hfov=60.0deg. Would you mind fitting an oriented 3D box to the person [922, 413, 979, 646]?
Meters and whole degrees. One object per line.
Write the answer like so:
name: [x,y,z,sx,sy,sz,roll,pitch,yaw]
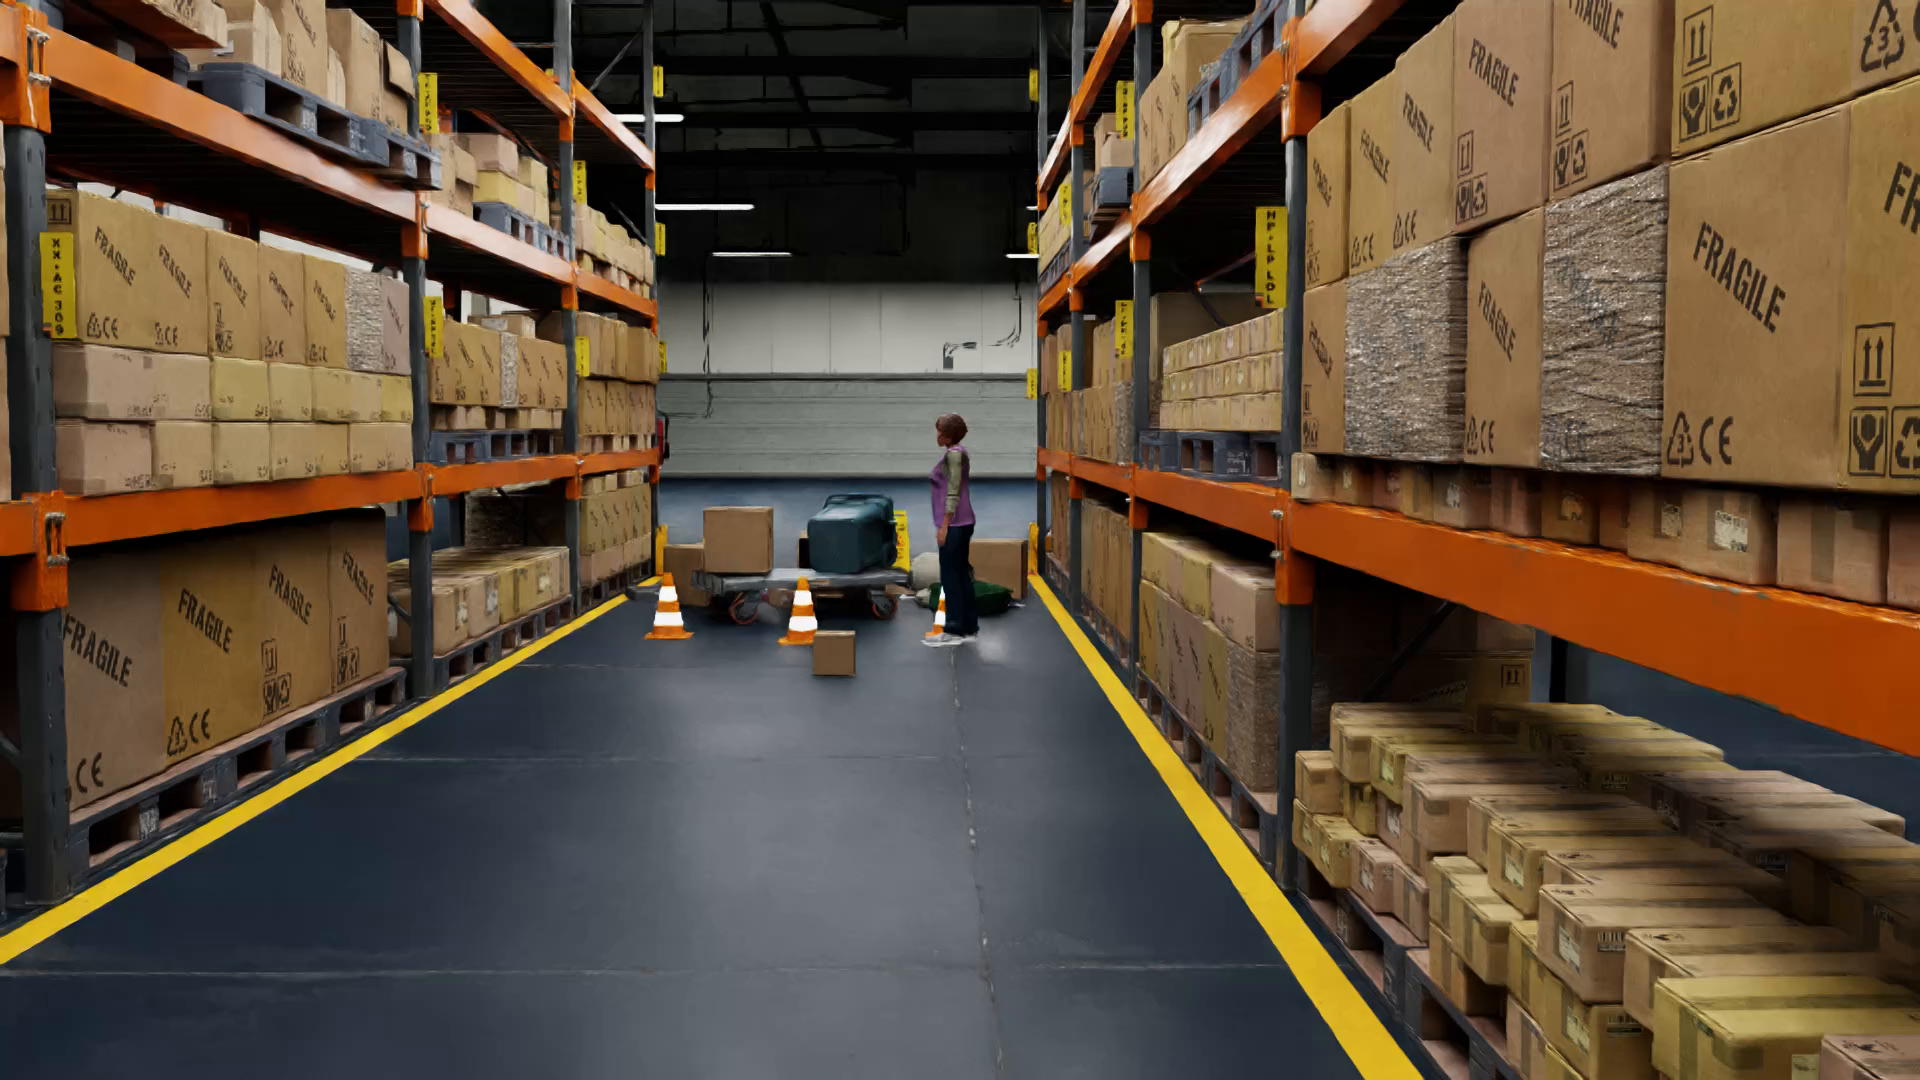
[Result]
person: [-0.059,-0.076,11.466,0.371,1.601,0.486,0,4,7]
